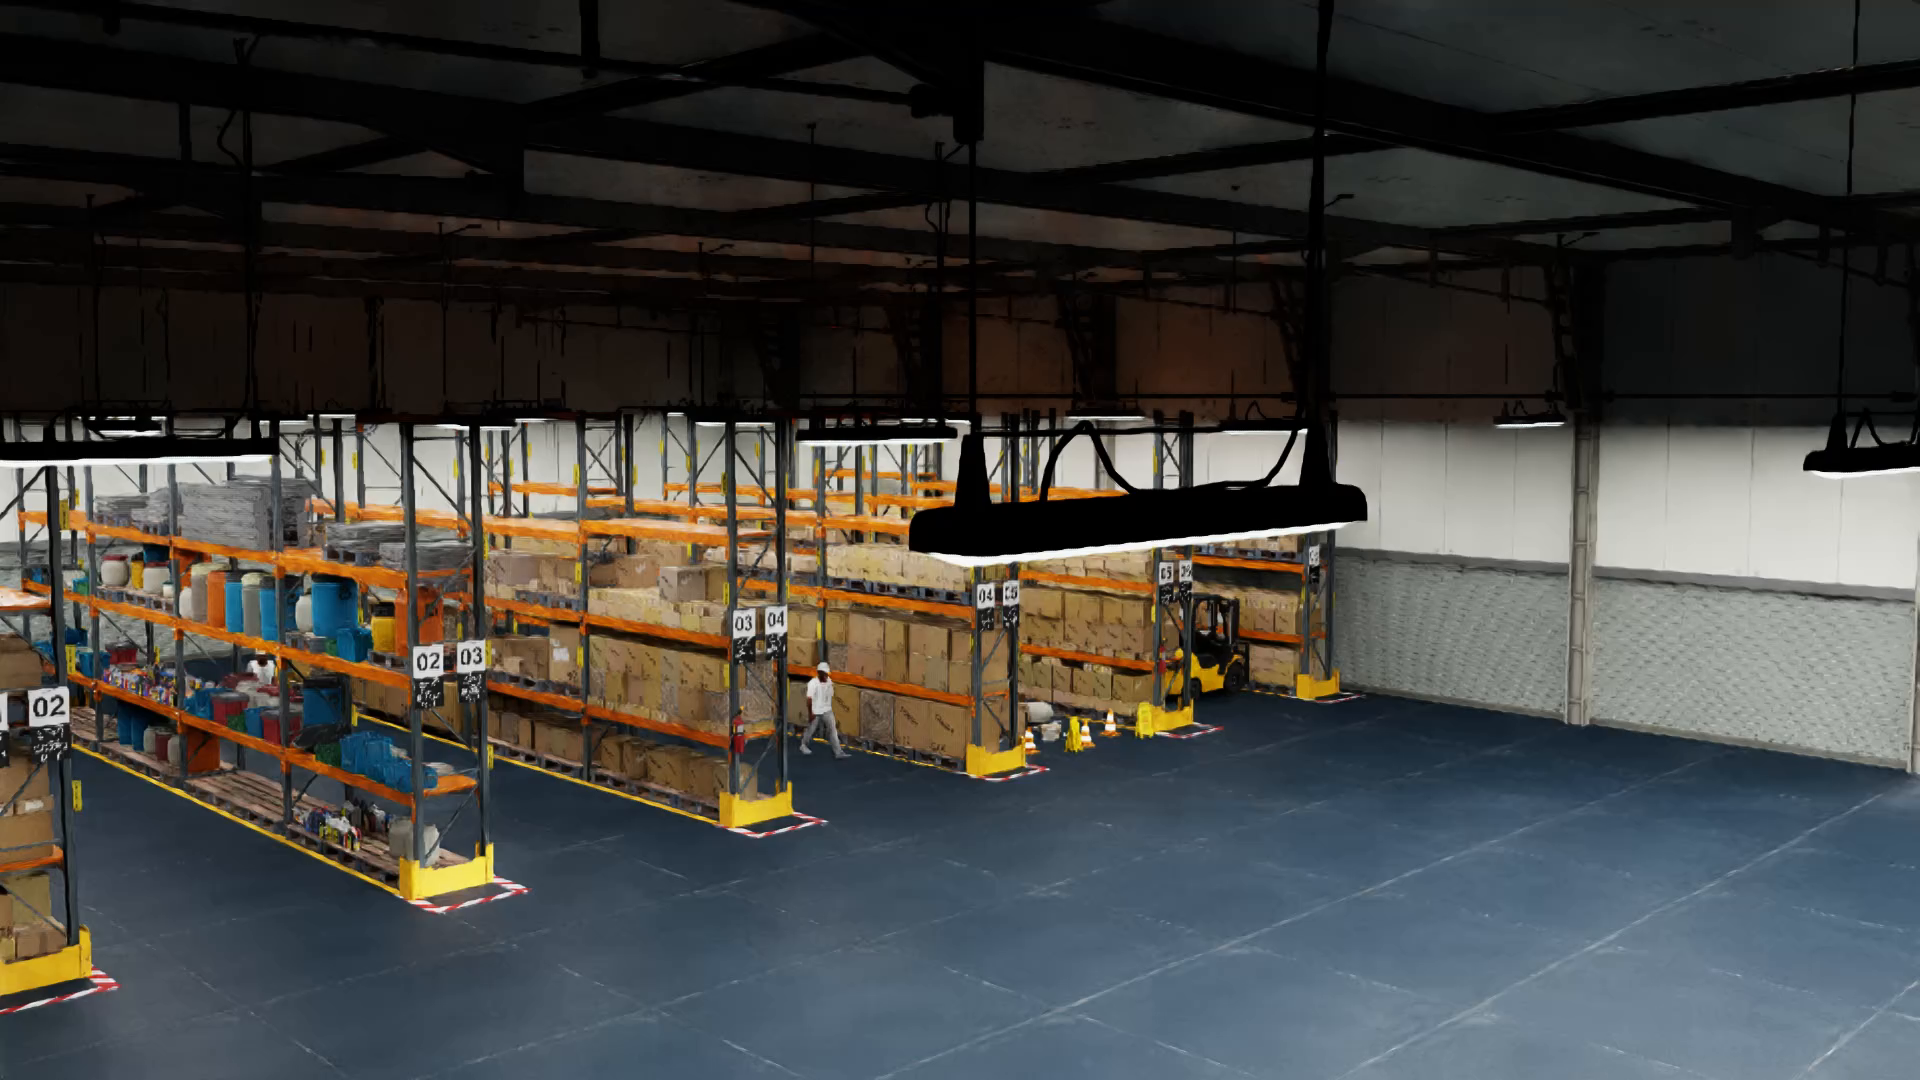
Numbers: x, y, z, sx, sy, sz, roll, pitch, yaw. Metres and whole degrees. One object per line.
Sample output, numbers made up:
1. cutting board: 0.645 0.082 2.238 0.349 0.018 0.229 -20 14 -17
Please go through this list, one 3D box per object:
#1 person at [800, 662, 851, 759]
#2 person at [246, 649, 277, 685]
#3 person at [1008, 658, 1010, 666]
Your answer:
1. person: -2.410 2.954 29.007 0.579 1.689 1.106 -4 7 -41
2. person: -12.868 2.797 30.696 1.112 1.704 0.564 5 7 43
3. person: 0.958 2.192 38.074 0.554 1.653 0.598 -1 5 -15
